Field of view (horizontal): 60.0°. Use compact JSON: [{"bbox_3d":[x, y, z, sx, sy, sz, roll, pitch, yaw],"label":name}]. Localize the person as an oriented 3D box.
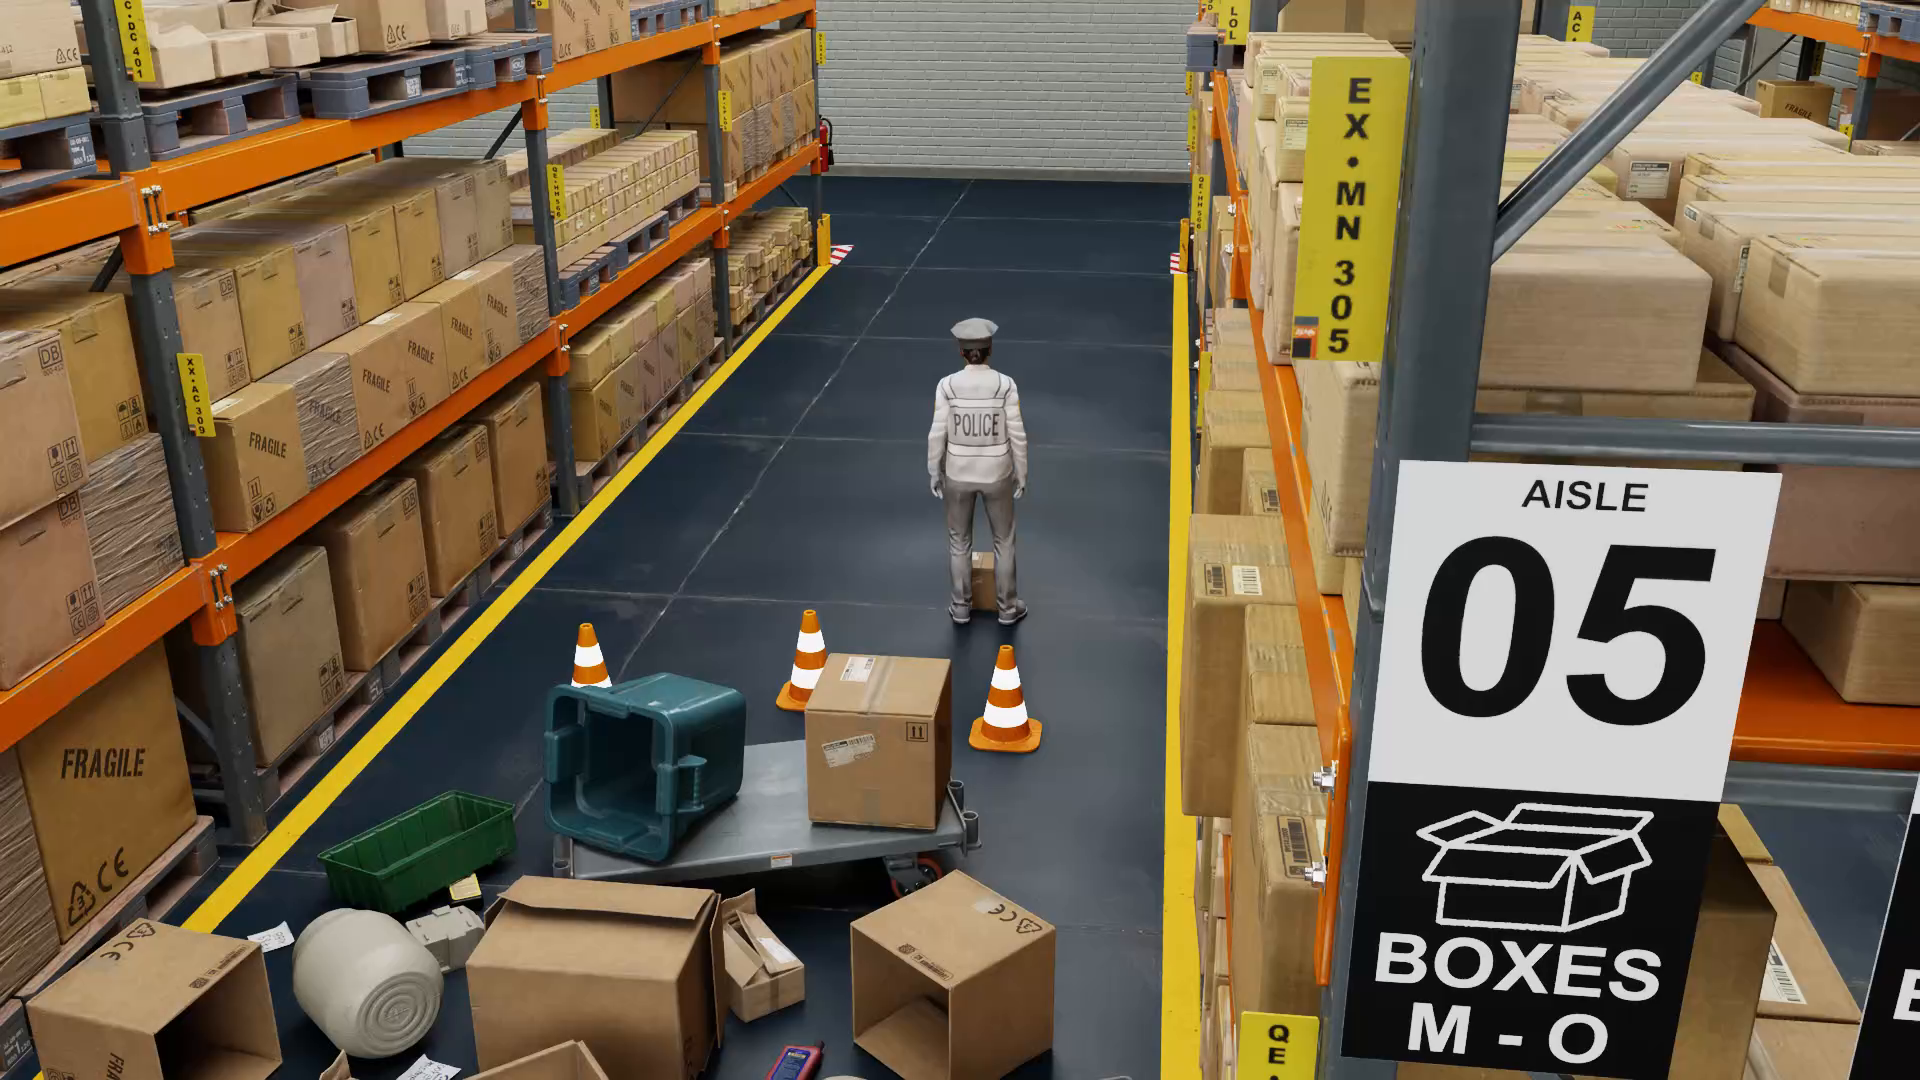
[{"bbox_3d":[0.099,-0.343,8.953,0.547,1.667,0.370,1,21,4],"label":"person"}]
